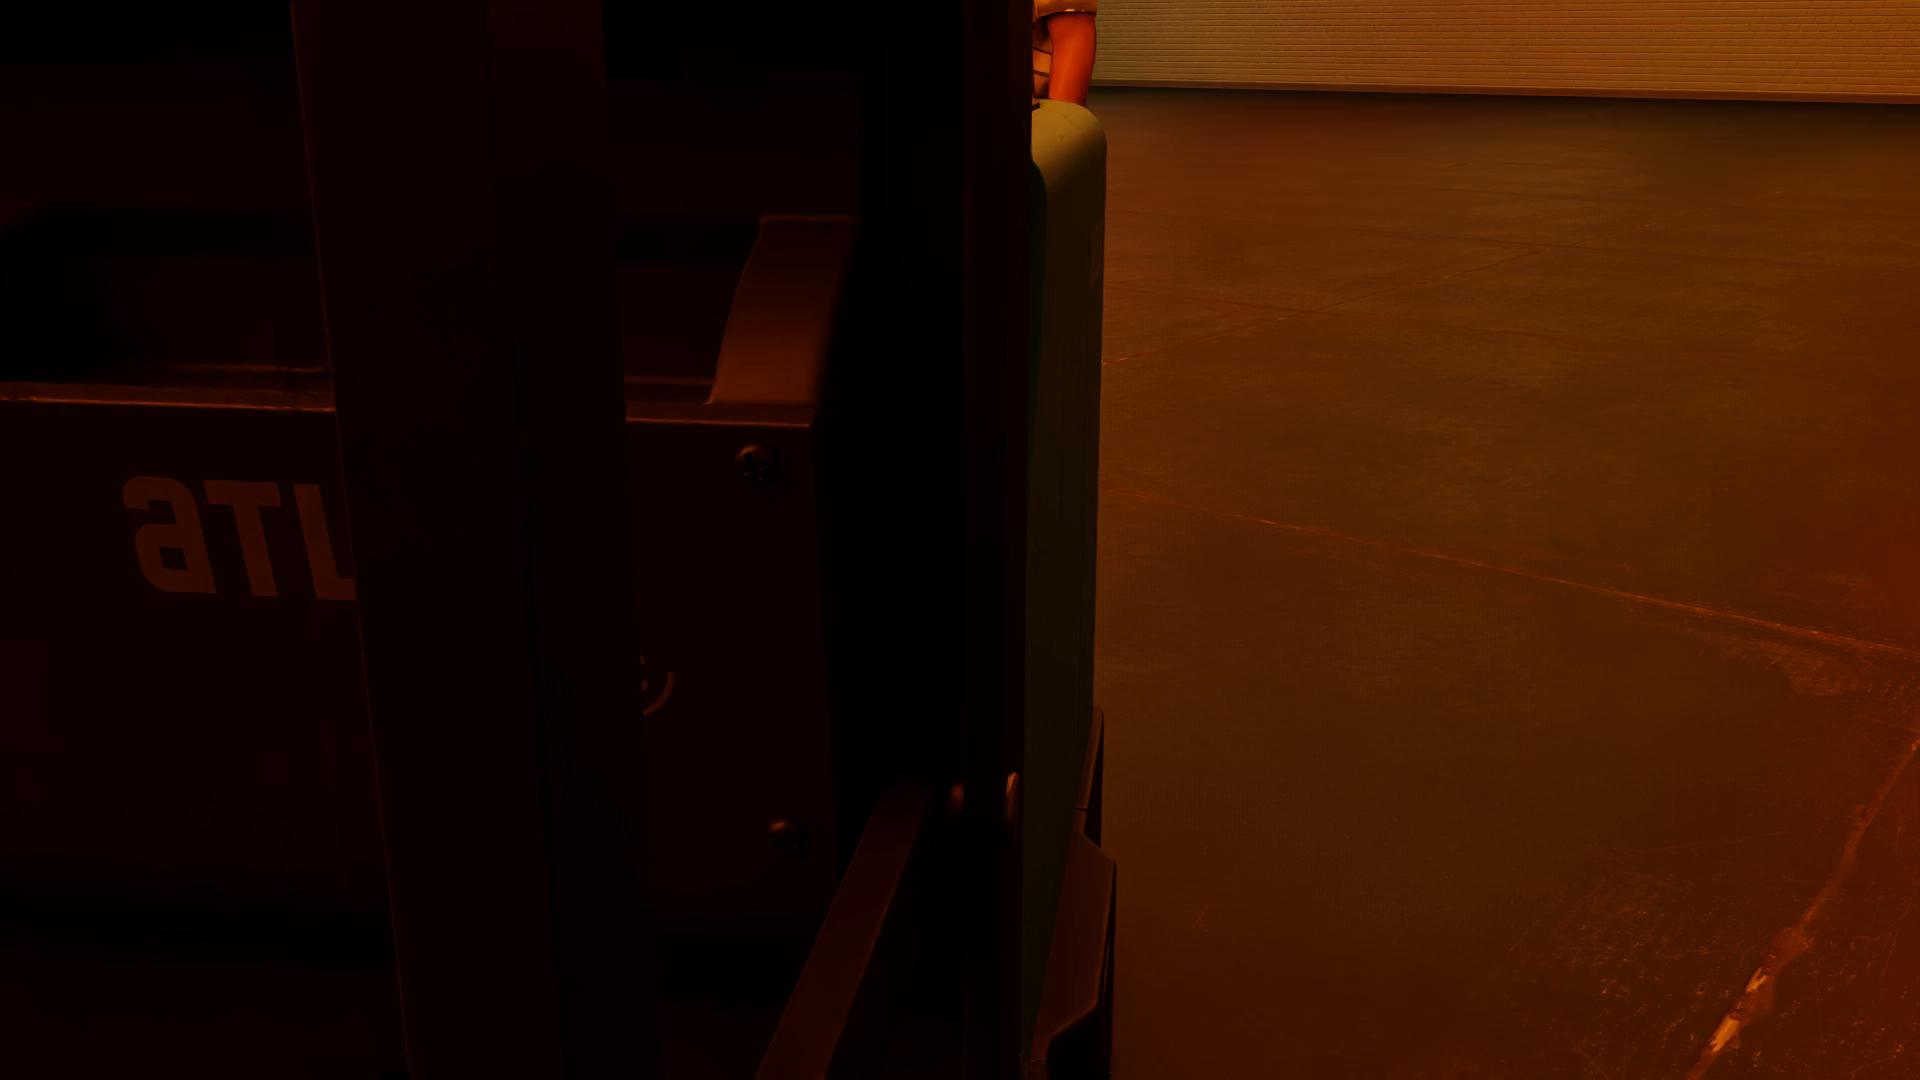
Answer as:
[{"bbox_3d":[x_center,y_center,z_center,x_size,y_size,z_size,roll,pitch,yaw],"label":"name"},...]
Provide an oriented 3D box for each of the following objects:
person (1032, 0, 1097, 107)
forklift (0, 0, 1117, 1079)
[{"bbox_3d":[-0.059,-0.844,3.631,0.640,1.781,0.575,13,21,37],"label":"person"},{"bbox_3d":[-0.543,-0.496,0.532,1.130,2.935,3.031,2,17,8],"label":"forklift"}]
